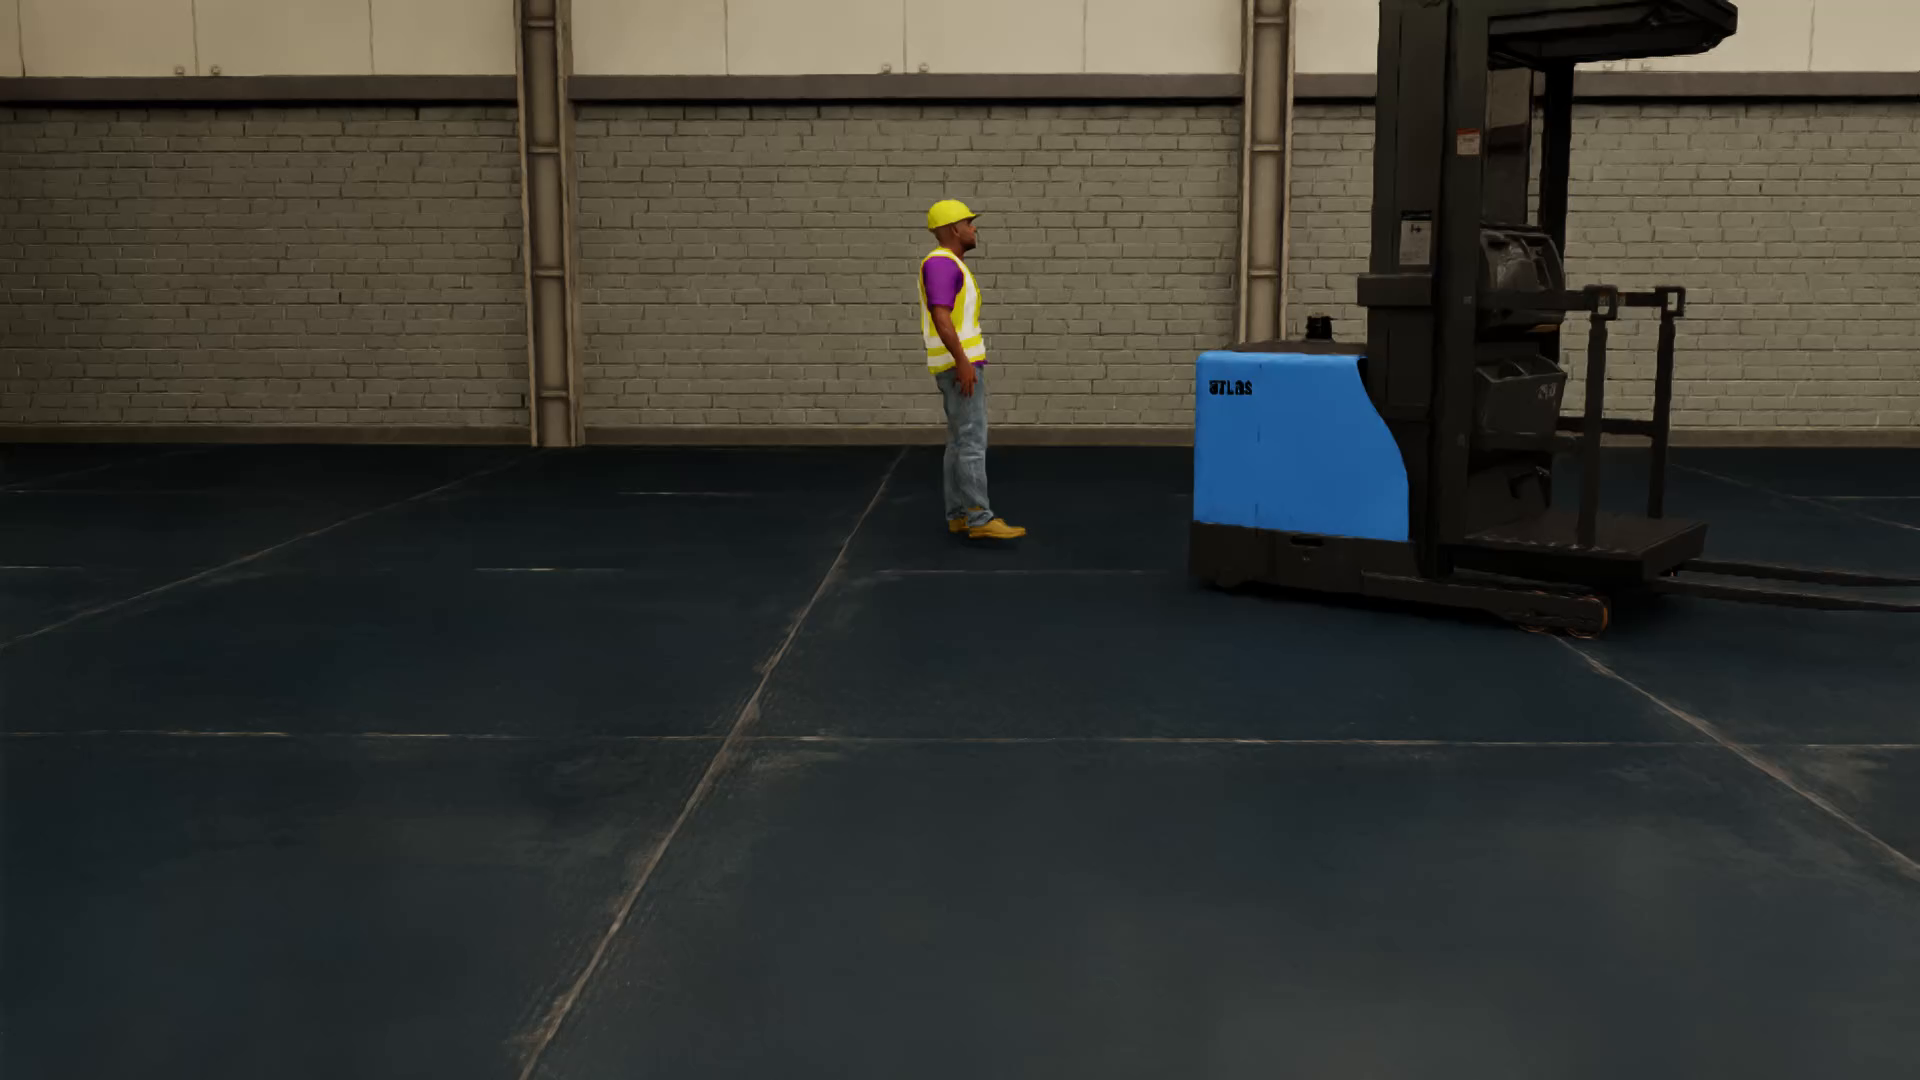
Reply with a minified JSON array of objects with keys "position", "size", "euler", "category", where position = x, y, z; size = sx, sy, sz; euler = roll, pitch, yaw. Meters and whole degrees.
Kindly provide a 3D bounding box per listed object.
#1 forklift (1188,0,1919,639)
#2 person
[{"position":[2.522,-1.155,6.853],"size":[3.031,2.935,1.130],"euler":[7,11,37],"category":"forklift"},{"position":[0.069,-0.918,8.855],"size":[0.576,1.766,0.665],"euler":[0,9,1],"category":"person"}]
